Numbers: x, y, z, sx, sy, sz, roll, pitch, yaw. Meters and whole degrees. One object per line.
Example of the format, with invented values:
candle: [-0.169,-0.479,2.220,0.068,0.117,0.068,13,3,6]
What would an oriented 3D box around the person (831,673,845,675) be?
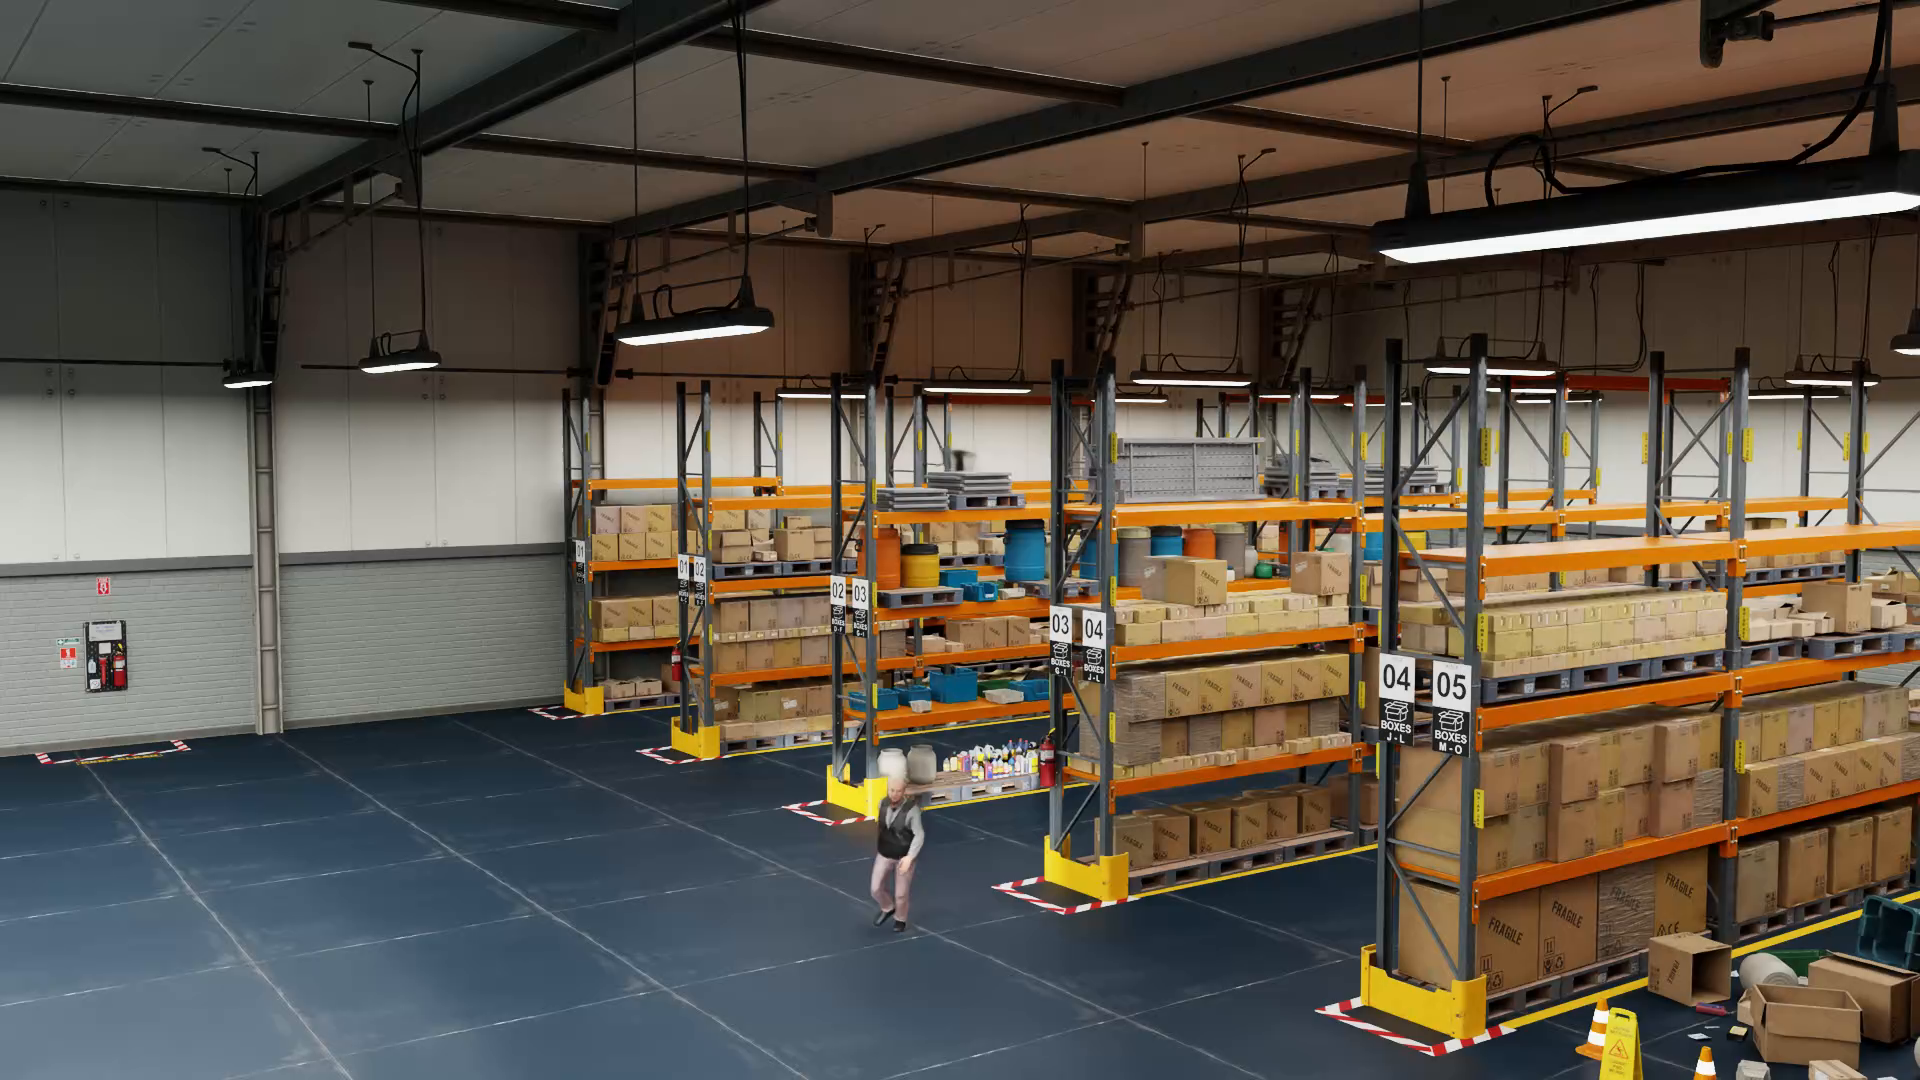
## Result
person: [-2.277,2.302,31.022,0.827,1.776,0.771,0,4,-7]

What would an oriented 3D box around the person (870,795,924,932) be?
person: [-0.609,3.318,17.091,0.643,1.487,0.577,1,4,21]
